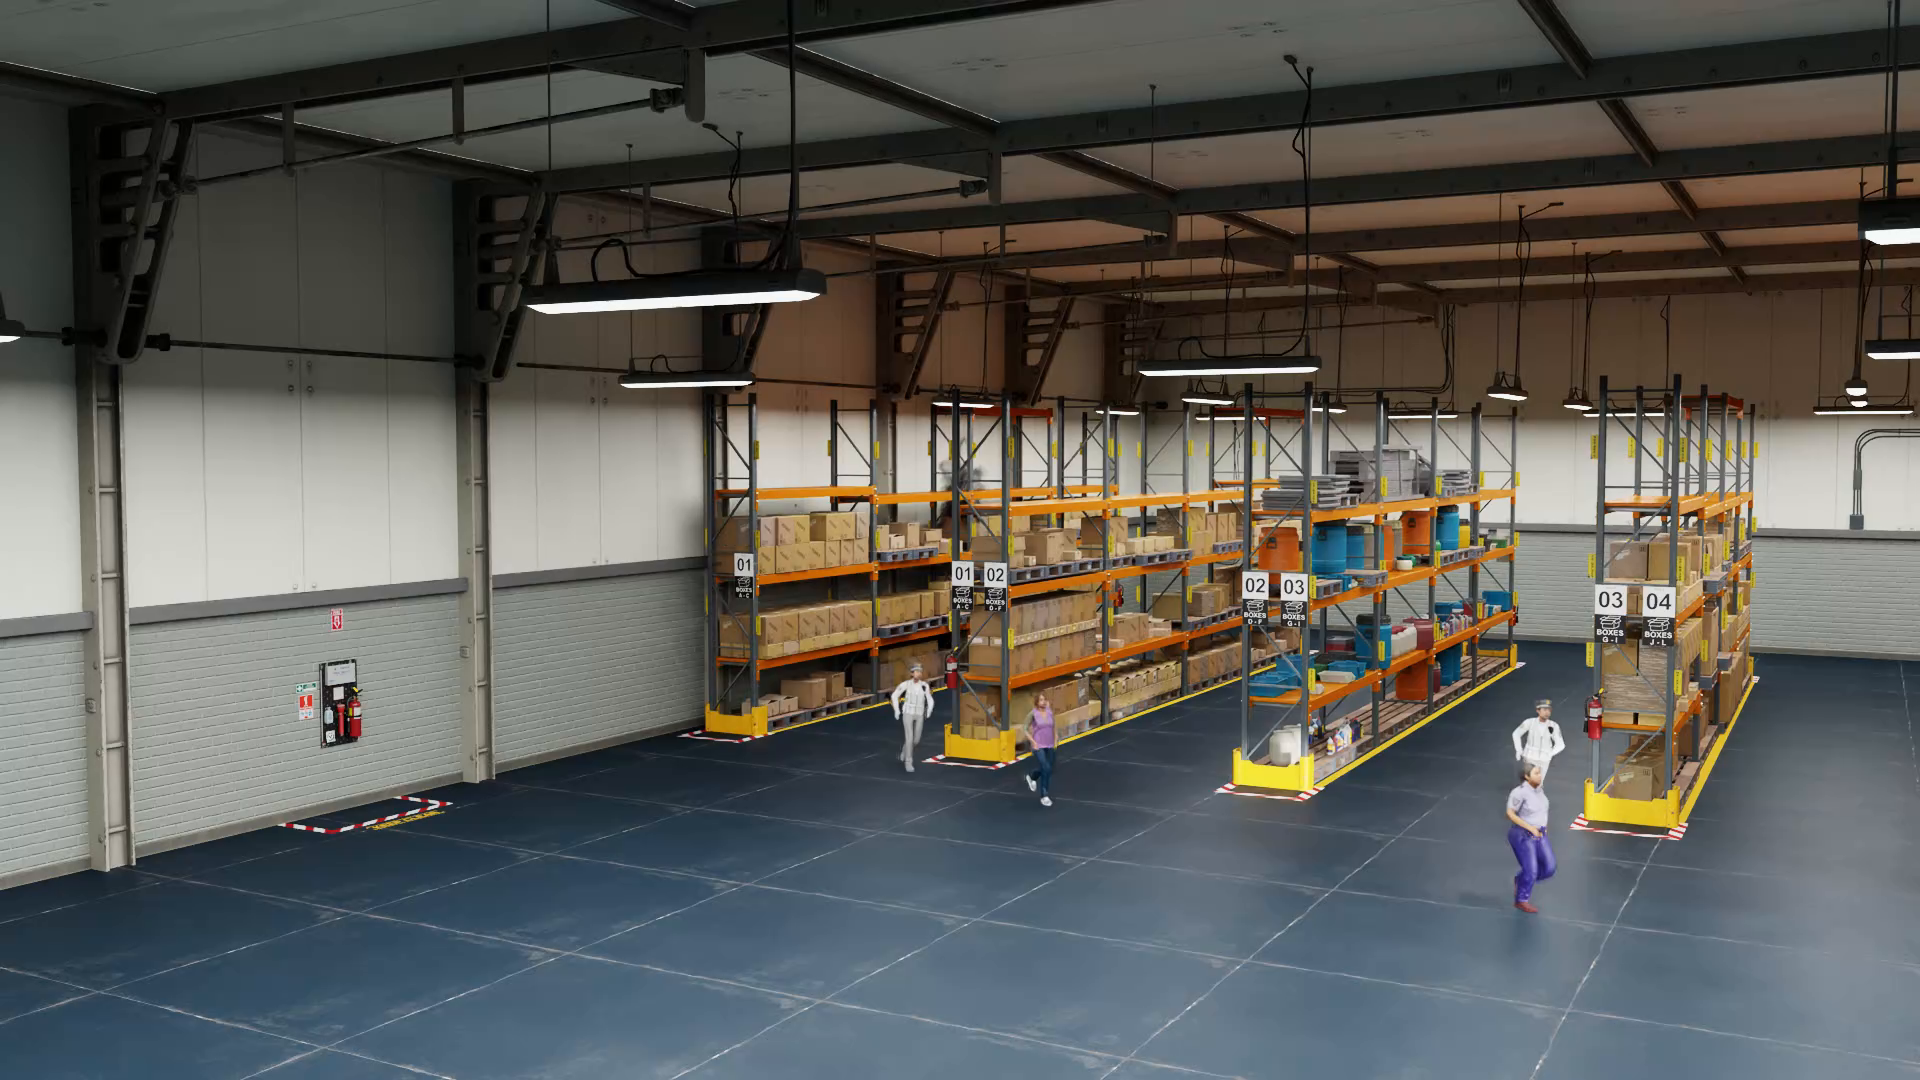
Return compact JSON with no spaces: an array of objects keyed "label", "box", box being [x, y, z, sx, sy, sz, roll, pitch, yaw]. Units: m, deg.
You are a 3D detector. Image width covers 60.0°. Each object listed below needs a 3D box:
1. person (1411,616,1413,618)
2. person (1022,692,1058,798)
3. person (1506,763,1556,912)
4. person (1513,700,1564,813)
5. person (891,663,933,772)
[{"label":"person","box":[11.339,2.899,23.898,2.843,1.664,20.132,-1,3,-20]},{"label":"person","box":[1.136,2.906,23.666,0.535,1.495,0.549,-2,4,-29]},{"label":"person","box":[6.181,3.222,18.055,0.621,1.611,0.547,-2,4,-33]},{"label":"person","box":[7.762,2.970,22.308,0.631,1.693,0.789,0,3,6]},{"label":"person","box":[-0.730,2.775,26.195,0.670,1.669,0.652,-1,3,-17]}]
